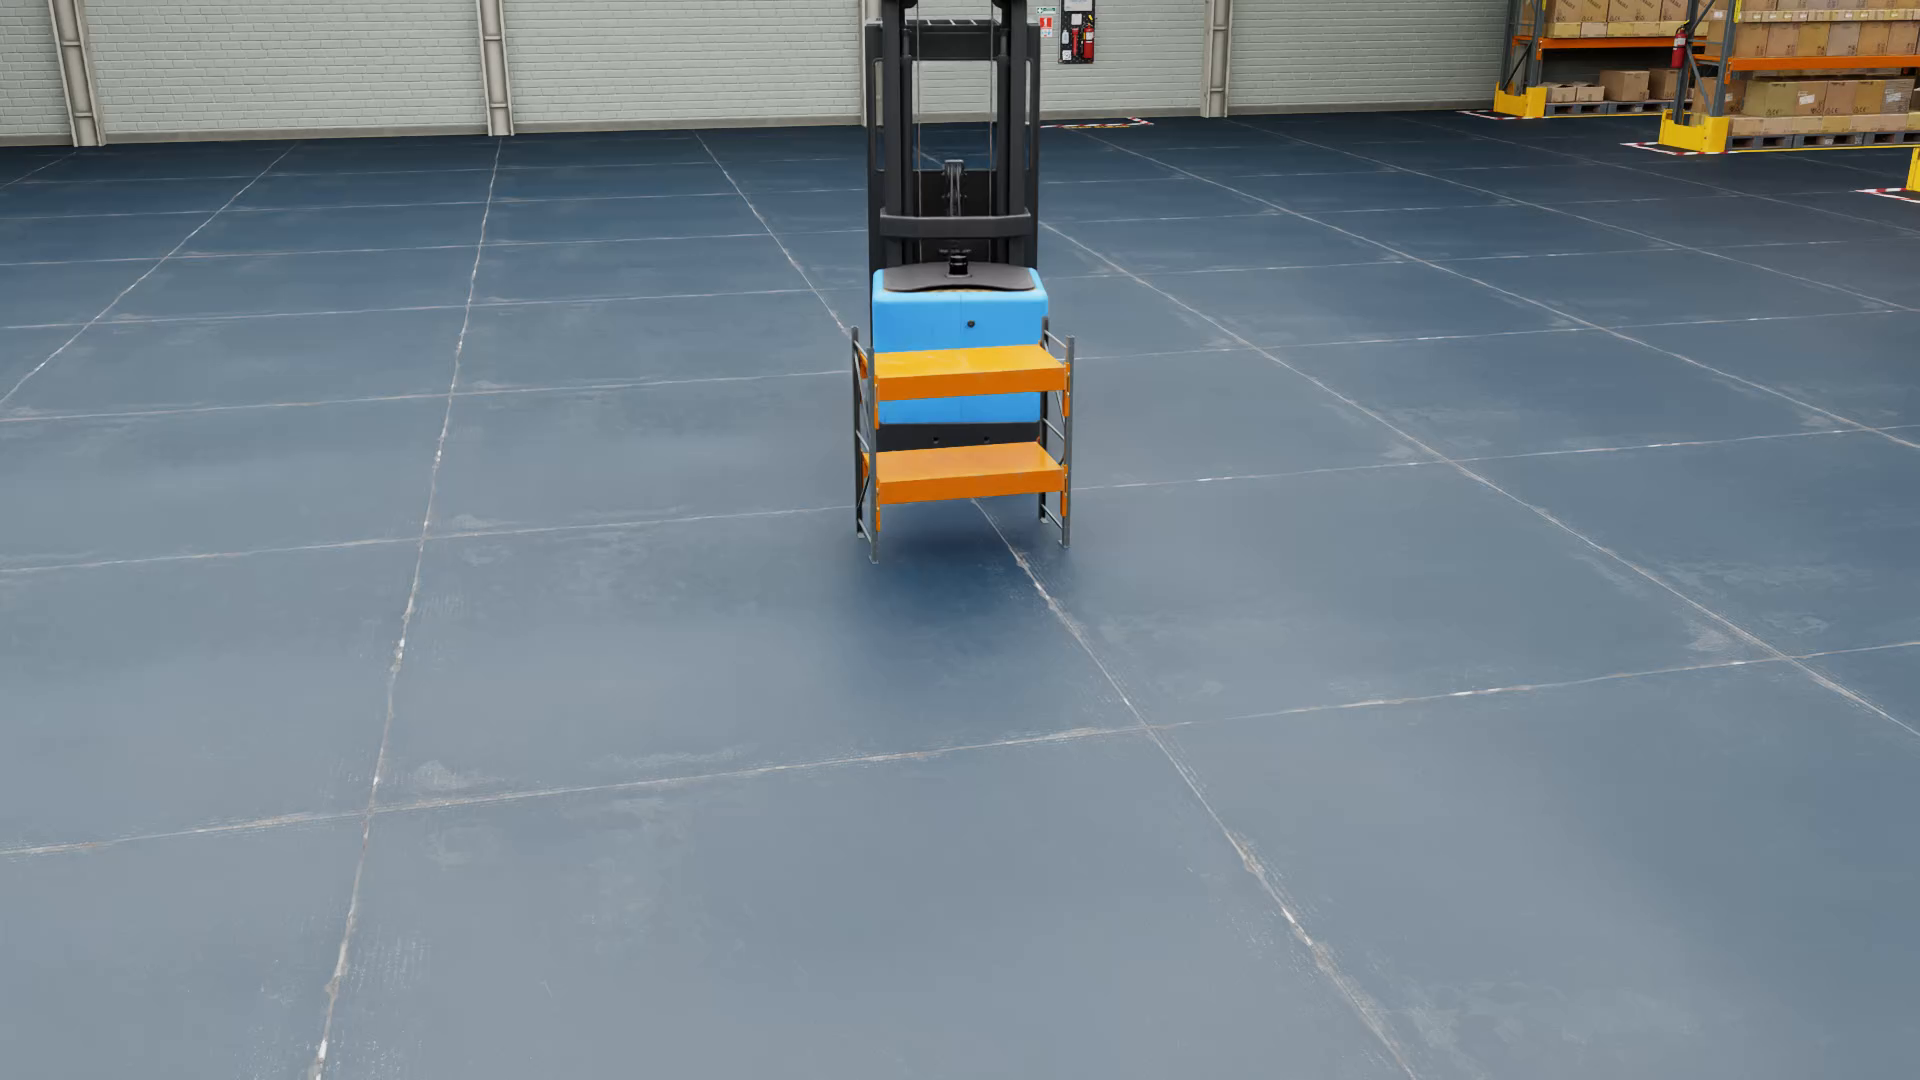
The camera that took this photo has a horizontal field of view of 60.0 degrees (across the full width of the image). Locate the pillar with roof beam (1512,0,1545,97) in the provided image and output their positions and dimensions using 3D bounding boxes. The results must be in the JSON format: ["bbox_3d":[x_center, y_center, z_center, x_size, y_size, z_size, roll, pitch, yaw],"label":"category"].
[{"bbox_3d":[11.241,-10.637,24.770,0.400,9.000,9.100,-5,21,-12],"label":"pillar with roof beam"}]

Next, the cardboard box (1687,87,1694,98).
[{"bbox_3d":[13.147,-8.057,29.927,0.250,0.166,0.380,-7,21,-20],"label":"cardboard box"}]

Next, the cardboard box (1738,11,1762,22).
[{"bbox_3d":[11.343,-7.569,24.028,0.250,0.149,0.380,-5,21,-13],"label":"cardboard box"}]

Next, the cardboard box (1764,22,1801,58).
[{"bbox_3d":[11.879,-7.381,24.458,0.500,0.500,0.700,-4,21,-11],"label":"cardboard box"}]

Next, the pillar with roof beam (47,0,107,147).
[{"bbox_3d":[-12.115,-8.738,19.584,0.400,9.000,9.100,-5,21,-12],"label":"pillar with roof beam"}]

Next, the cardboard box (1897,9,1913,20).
[{"bbox_3d":[13.838,-7.772,24.581,0.250,0.149,0.380,-5,21,-13],"label":"cardboard box"}]

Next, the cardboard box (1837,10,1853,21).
[{"bbox_3d":[12.839,-7.690,24.359,0.250,0.149,0.380,-4,21,-12],"label":"cardboard box"}]

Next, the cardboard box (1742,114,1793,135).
[{"bbox_3d":[11.970,-6.173,24.693,0.500,0.250,0.500,-5,21,-12],"label":"cardboard box"}]

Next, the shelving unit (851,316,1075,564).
[{"bbox_3d":[0.007,-0.529,8.623,1.048,1.125,0.538,-5,21,-12],"label":"shelving unit"}]

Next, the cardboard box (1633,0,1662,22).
[{"bbox_3d":[11.789,-9.264,28.842,0.500,0.500,0.500,-4,20,-11],"label":"cardboard box"}]

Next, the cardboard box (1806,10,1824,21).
[{"bbox_3d":[12.347,-7.651,24.252,0.250,0.149,0.380,-5,21,-14],"label":"cardboard box"}]

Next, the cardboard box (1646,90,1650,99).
[{"bbox_3d":[12.099,-7.981,29.746,0.250,0.149,0.380,-6,21,-17],"label":"cardboard box"}]

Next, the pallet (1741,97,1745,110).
[{"bbox_3d":[14.418,-7.986,30.308,1.213,0.211,1.003,-5,21,-12],"label":"pallet"}]

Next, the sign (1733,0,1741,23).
[{"bbox_3d":[11.033,-7.516,23.597,0.005,0.325,0.100,-5,21,-12],"label":"sign"}]

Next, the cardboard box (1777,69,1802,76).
[{"bbox_3d":[14.864,-8.387,30.345,0.500,0.500,0.700,-5,21,-14],"label":"cardboard box"}]

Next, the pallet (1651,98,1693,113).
[{"bbox_3d":[13.015,-7.859,29.961,1.213,0.211,1.003,-5,21,-12],"label":"pallet"}]

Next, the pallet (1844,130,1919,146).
[{"bbox_3d":[14.020,-6.217,25.479,1.213,0.211,1.003,-5,21,-12],"label":"pallet"}]

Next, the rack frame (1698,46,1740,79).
[{"bbox_3d":[13.660,-9.233,29.659,0.127,3.000,1.000,-5,21,-12],"label":"rack frame"}]

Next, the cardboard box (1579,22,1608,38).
[{"bbox_3d":[10.818,-8.833,28.757,0.500,0.250,0.500,-5,21,-14],"label":"cardboard box"}]

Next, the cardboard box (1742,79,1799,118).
[{"bbox_3d":[11.971,-6.525,24.563,0.500,0.500,0.500,-5,21,-12],"label":"cardboard box"}]

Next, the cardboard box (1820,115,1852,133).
[{"bbox_3d":[12.945,-6.251,24.904,0.500,0.250,0.500,-5,21,-12],"label":"cardboard box"}]

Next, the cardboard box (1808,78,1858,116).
[{"bbox_3d":[12.945,-6.602,24.774,0.500,0.500,0.500,-5,21,-12],"label":"cardboard box"}]

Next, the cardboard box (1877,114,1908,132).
[{"bbox_3d":[13.914,-6.335,25.134,0.500,0.250,0.500,-5,21,-12],"label":"cardboard box"}]

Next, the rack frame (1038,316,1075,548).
[{"bbox_3d":[0.501,-0.569,8.732,0.032,1.125,0.500,-5,21,-12],"label":"rack frame"}]

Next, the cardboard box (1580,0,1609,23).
[{"bbox_3d":[10.785,-9.180,28.614,0.500,0.500,0.500,-5,21,-12],"label":"cardboard box"}]

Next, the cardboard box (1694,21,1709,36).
[{"bbox_3d":[12.783,-8.996,29.201,0.500,0.250,0.500,-5,21,-12],"label":"cardboard box"}]

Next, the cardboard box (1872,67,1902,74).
[{"bbox_3d":[16.864,-8.508,30.674,0.500,0.500,0.700,-4,21,-12],"label":"cardboard box"}]

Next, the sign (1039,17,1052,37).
[{"bbox_3d":[1.436,-8.611,27.909,0.234,0.329,0.001,-5,21,-12],"label":"sign"}]

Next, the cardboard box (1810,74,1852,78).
[{"bbox_3d":[13.308,-6.822,25.374,0.500,0.500,0.500,-5,21,-12],"label":"cardboard box"}]

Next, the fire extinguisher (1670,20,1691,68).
[{"bbox_3d":[10.689,-7.368,24.681,0.183,0.674,0.296,-5,21,-12],"label":"fire extinguisher"}]

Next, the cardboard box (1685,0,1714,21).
[{"bbox_3d":[12.787,-9.342,29.054,0.500,0.500,0.500,-5,21,-13],"label":"cardboard box"}]

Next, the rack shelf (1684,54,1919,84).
[{"bbox_3d":[12.858,-7.079,24.824,4.000,0.370,1.077,-5,21,-12],"label":"rack shelf"}]

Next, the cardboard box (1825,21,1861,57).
[{"bbox_3d":[12.875,-7.461,24.677,0.500,0.500,0.700,-4,21,-11],"label":"cardboard box"}]

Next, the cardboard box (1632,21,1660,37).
[{"bbox_3d":[11.807,-8.911,28.969,0.500,0.250,0.500,-4,21,-12],"label":"cardboard box"}]

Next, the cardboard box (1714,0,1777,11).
[{"bbox_3d":[11.420,-7.951,24.129,0.500,0.500,0.700,-5,21,-12],"label":"cardboard box"}]

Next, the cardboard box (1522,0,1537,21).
[{"bbox_3d":[10.178,-9.316,28.984,0.500,0.500,0.500,-5,21,-13],"label":"cardboard box"}]

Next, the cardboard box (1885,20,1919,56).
[{"bbox_3d":[13.862,-7.541,24.894,0.500,0.500,0.700,-5,21,-13],"label":"cardboard box"}]

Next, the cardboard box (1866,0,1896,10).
[{"bbox_3d":[13.395,-8.114,24.573,0.500,0.500,0.700,-5,21,-12],"label":"cardboard box"}]

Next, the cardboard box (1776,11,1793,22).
[{"bbox_3d":[11.842,-7.610,24.140,0.250,0.149,0.380,-5,21,-12],"label":"cardboard box"}]

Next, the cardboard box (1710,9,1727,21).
[{"bbox_3d":[11.239,-7.704,24.396,0.250,0.149,0.380,-5,21,-13],"label":"cardboard box"}]

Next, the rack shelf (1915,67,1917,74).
[{"bbox_3d":[16.750,-7.396,25.689,4.000,0.370,1.077,-5,21,-12],"label":"rack shelf"}]

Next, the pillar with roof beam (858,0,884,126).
[{"bbox_3d":[-0.437,-9.687,22.177,0.400,9.000,9.100,-5,21,-12],"label":"pillar with roof beam"}]

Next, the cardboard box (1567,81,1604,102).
[{"bbox_3d":[11.017,-7.930,29.371,0.500,0.311,0.500,-3,20,-8],"label":"cardboard box"}]

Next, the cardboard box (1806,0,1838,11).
[{"bbox_3d":[12.421,-8.035,24.357,0.500,0.500,0.700,-5,21,-12],"label":"cardboard box"}]

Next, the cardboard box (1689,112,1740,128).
[{"bbox_3d":[11.365,-6.306,25.055,0.500,0.250,0.500,-5,21,-12],"label":"cardboard box"}]

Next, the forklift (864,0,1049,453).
[{"bbox_3d":[-0.056,-2.292,10.811,1.130,2.935,3.031,-1,20,-2],"label":"forklift"}]

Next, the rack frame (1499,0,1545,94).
[{"bbox_3d":[9.768,-8.916,28.794,0.127,3.000,1.000,-5,21,-12],"label":"rack frame"}]

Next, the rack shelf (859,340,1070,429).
[{"bbox_3d":[0.007,-0.804,8.522,1.000,0.278,0.538,-5,21,-12],"label":"rack shelf"}]

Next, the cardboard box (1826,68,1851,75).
[{"bbox_3d":[15.859,-8.457,30.536,0.500,0.500,0.700,-5,21,-13],"label":"cardboard box"}]

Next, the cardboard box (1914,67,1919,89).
[{"bbox_3d":[18.299,-8.752,30.859,0.750,0.750,0.750,-5,21,-13],"label":"cardboard box"}]

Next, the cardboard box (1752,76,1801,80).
[{"bbox_3d":[12.335,-6.743,25.157,0.500,0.500,0.500,-5,21,-12],"label":"cardboard box"}]

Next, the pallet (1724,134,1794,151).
[{"bbox_3d":[11.646,-6.024,24.952,1.213,0.211,1.003,-5,21,-12],"label":"pallet"}]

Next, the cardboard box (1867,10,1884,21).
[{"bbox_3d":[13.353,-7.733,24.476,0.250,0.149,0.380,-4,21,-11],"label":"cardboard box"}]

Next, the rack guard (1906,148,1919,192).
[{"bbox_3d":[12.111,-4.448,20.231,0.348,0.500,1.175,-5,21,-12],"label":"rack guard"}]

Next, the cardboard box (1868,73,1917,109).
[{"bbox_3d":[14.281,-6.901,25.590,0.500,0.500,0.500,-5,21,-12],"label":"cardboard box"}]

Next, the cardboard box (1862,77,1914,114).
[{"bbox_3d":[13.914,-6.688,25.007,0.500,0.500,0.500,-5,21,-12],"label":"cardboard box"}]

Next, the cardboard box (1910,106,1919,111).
[{"bbox_3d":[15.141,-6.611,25.888,0.500,0.250,0.500,-5,21,-13],"label":"cardboard box"}]
